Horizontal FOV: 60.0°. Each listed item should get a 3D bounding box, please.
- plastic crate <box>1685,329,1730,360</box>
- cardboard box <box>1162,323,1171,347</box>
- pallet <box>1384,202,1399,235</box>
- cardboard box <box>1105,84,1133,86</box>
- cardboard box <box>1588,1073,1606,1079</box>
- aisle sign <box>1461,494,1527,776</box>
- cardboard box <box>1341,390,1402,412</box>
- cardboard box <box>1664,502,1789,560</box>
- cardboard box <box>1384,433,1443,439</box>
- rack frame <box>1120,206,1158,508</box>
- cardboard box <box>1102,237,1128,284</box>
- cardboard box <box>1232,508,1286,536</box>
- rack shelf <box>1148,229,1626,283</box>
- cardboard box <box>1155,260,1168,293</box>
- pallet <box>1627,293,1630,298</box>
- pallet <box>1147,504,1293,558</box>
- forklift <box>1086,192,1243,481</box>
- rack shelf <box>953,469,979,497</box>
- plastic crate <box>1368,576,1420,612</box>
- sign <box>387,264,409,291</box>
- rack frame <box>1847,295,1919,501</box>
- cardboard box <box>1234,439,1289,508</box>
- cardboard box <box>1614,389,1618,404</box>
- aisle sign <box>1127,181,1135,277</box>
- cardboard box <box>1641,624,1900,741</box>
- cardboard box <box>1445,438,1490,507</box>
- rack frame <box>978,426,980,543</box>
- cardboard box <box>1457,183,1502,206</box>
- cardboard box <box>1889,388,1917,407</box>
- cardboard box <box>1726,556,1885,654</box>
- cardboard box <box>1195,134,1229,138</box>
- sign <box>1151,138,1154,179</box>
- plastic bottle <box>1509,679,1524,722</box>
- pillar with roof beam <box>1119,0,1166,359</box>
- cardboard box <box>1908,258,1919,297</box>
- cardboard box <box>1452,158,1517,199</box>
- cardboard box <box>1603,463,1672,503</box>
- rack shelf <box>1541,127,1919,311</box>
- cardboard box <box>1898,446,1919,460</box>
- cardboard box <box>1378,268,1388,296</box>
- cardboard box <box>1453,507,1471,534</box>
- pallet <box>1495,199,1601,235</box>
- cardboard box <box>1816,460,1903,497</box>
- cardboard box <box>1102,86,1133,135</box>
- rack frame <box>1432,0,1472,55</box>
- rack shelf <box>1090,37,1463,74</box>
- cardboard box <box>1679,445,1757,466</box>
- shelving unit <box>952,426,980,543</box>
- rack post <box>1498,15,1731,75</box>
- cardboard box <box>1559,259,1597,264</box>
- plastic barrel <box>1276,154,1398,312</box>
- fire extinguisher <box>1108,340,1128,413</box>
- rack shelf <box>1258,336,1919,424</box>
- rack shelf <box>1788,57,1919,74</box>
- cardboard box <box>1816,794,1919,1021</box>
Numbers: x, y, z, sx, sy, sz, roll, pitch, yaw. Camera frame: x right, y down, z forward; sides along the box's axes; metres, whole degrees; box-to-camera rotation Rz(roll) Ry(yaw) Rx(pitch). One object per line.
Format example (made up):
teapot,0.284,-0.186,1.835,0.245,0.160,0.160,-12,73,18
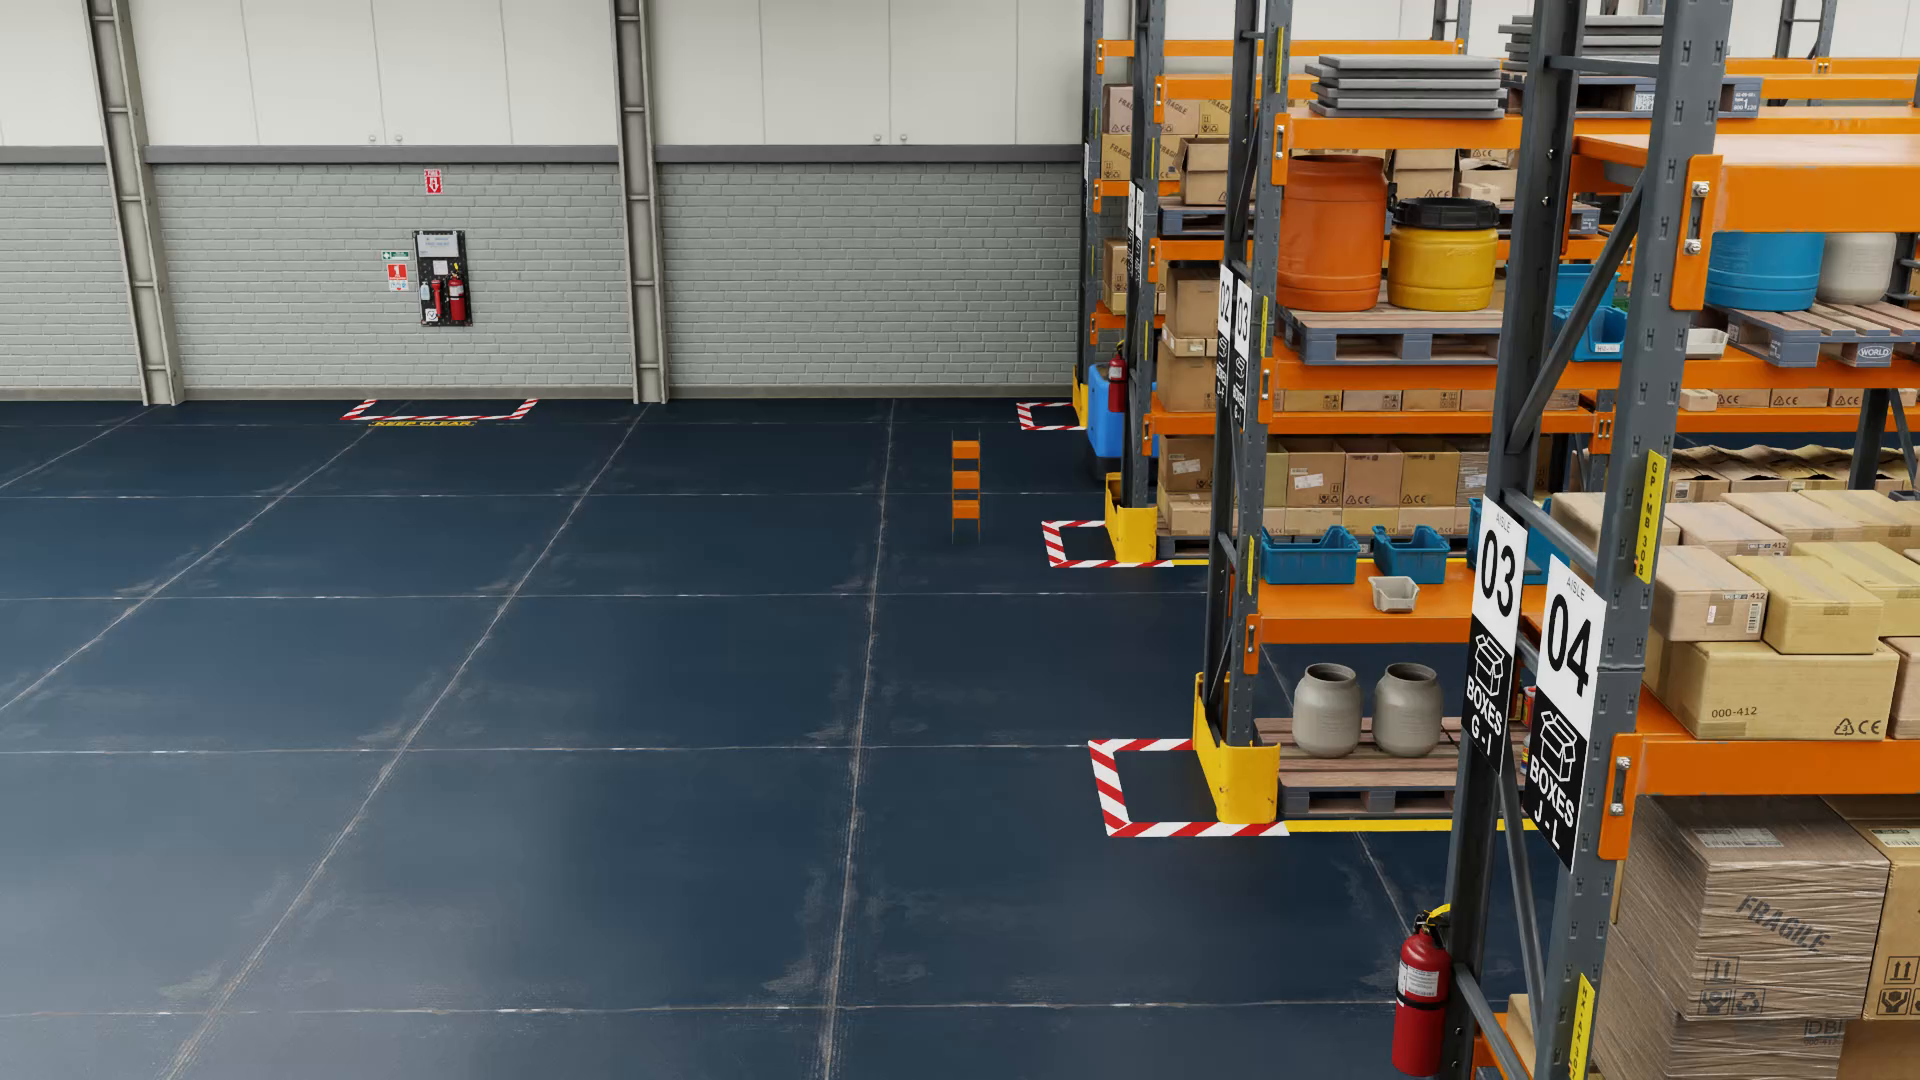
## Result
plastic crate,4.045,-1.083,9.236,0.396,0.136,0.243,0,18,-1
cardboard box,1.949,-1.821,14.792,0.250,0.149,0.380,-1,18,-2
pallet,3.500,-2.793,14.281,1.213,0.211,1.003,0,18,-1
cardboard box,1.915,-4.961,19.061,0.500,0.500,0.500,1,18,2
cardboard box,2.011,1.812,5.103,0.250,0.149,0.380,0,18,-1
aisle sign,1.656,0.291,5.175,0.004,0.787,0.394,0,18,-1
cardboard box,3.585,-1.459,14.724,0.500,0.500,0.700,0,18,1
cardboard box,2.257,0.012,4.985,0.250,0.149,0.380,-1,18,-3
cardboard box,4.101,-0.761,15.296,0.500,0.500,0.500,0,18,-1
rack frame,1.570,-1.405,14.719,0.127,3.000,1.000,0,18,-1
cardboard box,1.956,-3.280,19.550,0.500,0.500,0.500,0,18,-1
cardboard box,2.610,-0.234,14.882,0.500,0.250,0.500,0,18,-1
rack shelf,3.570,-2.500,14.401,4.000,0.370,1.077,0,18,-1
cardboard box,2.464,-3.123,19.060,0.500,0.500,0.500,0,18,-1
pallet,7.508,-2.843,19.516,1.213,0.211,1.003,0,18,-1
pallet,2.334,-0.094,15.196,1.213,0.211,1.003,0,18,-1
forklift,2.874,-2.108,17.024,3.031,2.935,1.130,-1,18,-2
rack shelf,0.053,-0.490,15.094,0.240,0.259,0.215,0,18,-1
plastic crate,2.544,0.327,9.750,0.250,0.136,0.298,0,18,-1
sign,-6.851,-3.202,20.263,0.234,0.329,0.001,0,18,-1
rack frame,5.644,0.089,10.063,0.127,3.000,1.000,0,18,-1
cardboard box,2.610,-0.590,14.766,0.500,0.500,0.500,0,18,-1
cardboard box,6.061,-1.369,14.851,0.500,0.250,0.500,1,18,3
aisle sign,1.500,-2.732,14.600,0.004,0.787,0.394,0,18,-1
cardboard box,2.208,0.340,4.613,0.500,0.250,0.500,0,18,1
cardboard box,4.609,-0.604,14.809,0.500,0.500,0.500,0,18,-1
rack frame,0.175,-0.501,15.092,0.008,1.050,0.200,0,18,-1
cardboard box,4.368,-2.910,13.995,0.250,0.149,0.380,0,18,-1
cardboard box,8.295,-1.301,14.805,0.250,0.149,0.380,1,18,3
cardboard box,2.262,0.172,4.487,0.250,0.149,0.380,0,18,0
cardboard box,2.883,-4.324,18.711,0.500,0.500,0.500,1,18,2
sign,1.573,-3.118,13.587,0.005,0.325,0.100,0,18,-1
plastic bottle,3.590,1.043,10.815,0.133,0.283,0.061,0,18,0
pillar with roof beam,2.242,-4.727,15.254,0.400,9.000,9.100,0,18,-1
cardboard box,10.997,-3.081,19.261,0.500,0.500,0.500,0,18,-1
cardboard box,4.522,-3.152,14.484,0.500,0.311,0.500,-1,18,-4
cardboard box,5.987,-0.508,14.818,0.500,0.311,0.500,0,18,-1
rack shelf,3.722,-0.901,4.511,4.000,0.370,1.077,0,18,-1
cardboard box,9.041,-0.688,15.381,0.500,0.311,0.500,0,18,1
cardboard box,3.620,-2.078,14.530,0.500,0.500,0.700,0,18,-1
cardboard box,4.609,-0.247,14.922,0.500,0.250,0.500,0,18,-1
pallet,4.717,-2.798,14.297,1.213,0.211,1.003,0,18,-1
cardboard box,8.025,-0.517,14.848,0.500,0.311,0.500,0,18,-1
cardboard box,1.877,-4.807,18.581,0.500,0.500,0.500,-2,18,-5
rack frame,5.488,-5.794,18.579,0.127,3.000,1.000,0,18,-1
rack shelf,3.488,-5.440,18.659,4.000,0.370,1.077,0,18,-1
cardboard box,6.989,-0.678,15.347,0.500,0.311,0.500,0,18,-1
shelving unit,0.053,-0.500,15.090,0.252,1.050,0.215,0,18,-1
rack post,3.581,-2.732,9.157,0.954,0.300,0.937,-1,18,-2
cardboard box,7.214,-3.200,19.429,0.500,0.500,0.700,2,18,7
plastic barrel,2.128,-1.766,9.543,0.708,0.830,0.600,0,18,-1
fire extinguisher,1.444,-1.509,15.171,0.183,0.674,0.296,0,18,-1
rack shelf,3.644,-0.987,9.685,4.000,0.370,1.077,0,18,-1
rack shelf,11.487,-5.290,18.840,4.000,0.370,1.077,0,18,-1
cardboard box,2.777,1.036,4.823,0.500,0.500,0.500,0,18,-1
